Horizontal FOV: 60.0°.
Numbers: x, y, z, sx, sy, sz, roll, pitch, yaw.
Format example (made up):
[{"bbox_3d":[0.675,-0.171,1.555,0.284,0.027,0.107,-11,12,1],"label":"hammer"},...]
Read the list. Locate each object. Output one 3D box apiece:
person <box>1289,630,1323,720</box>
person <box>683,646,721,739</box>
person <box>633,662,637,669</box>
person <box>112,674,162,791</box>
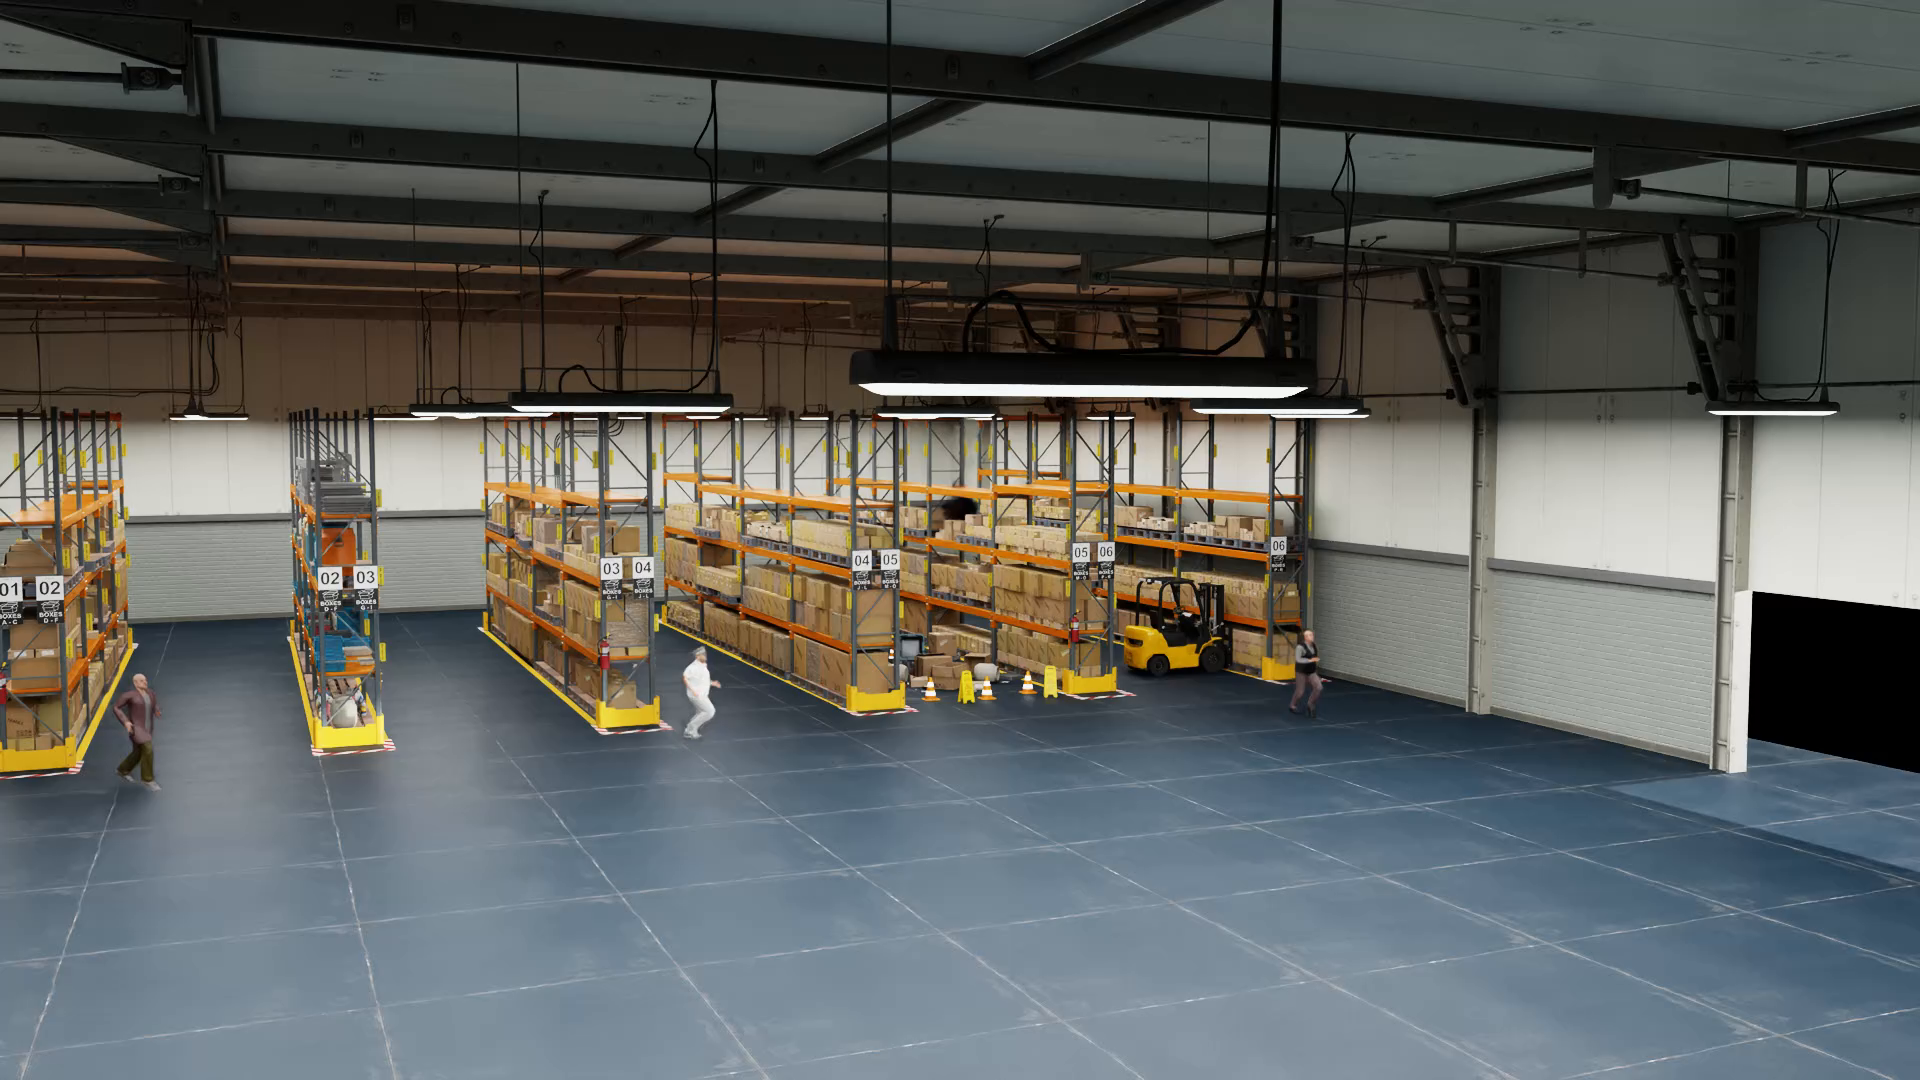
[{"bbox_3d":[6.718,2.606,32.307,0.680,1.732,0.823,-3,5,-34],"label":"person"},{"bbox_3d":[-4.692,2.758,30.065,0.705,1.700,0.612,0,4,5],"label":"person"},{"bbox_3d":[-7.631,2.203,39.107,0.563,1.618,0.717,-1,4,-15],"label":"person"},{"bbox_3d":[-12.895,3.006,26.088,0.888,1.837,0.694,1,4,13],"label":"person"}]
